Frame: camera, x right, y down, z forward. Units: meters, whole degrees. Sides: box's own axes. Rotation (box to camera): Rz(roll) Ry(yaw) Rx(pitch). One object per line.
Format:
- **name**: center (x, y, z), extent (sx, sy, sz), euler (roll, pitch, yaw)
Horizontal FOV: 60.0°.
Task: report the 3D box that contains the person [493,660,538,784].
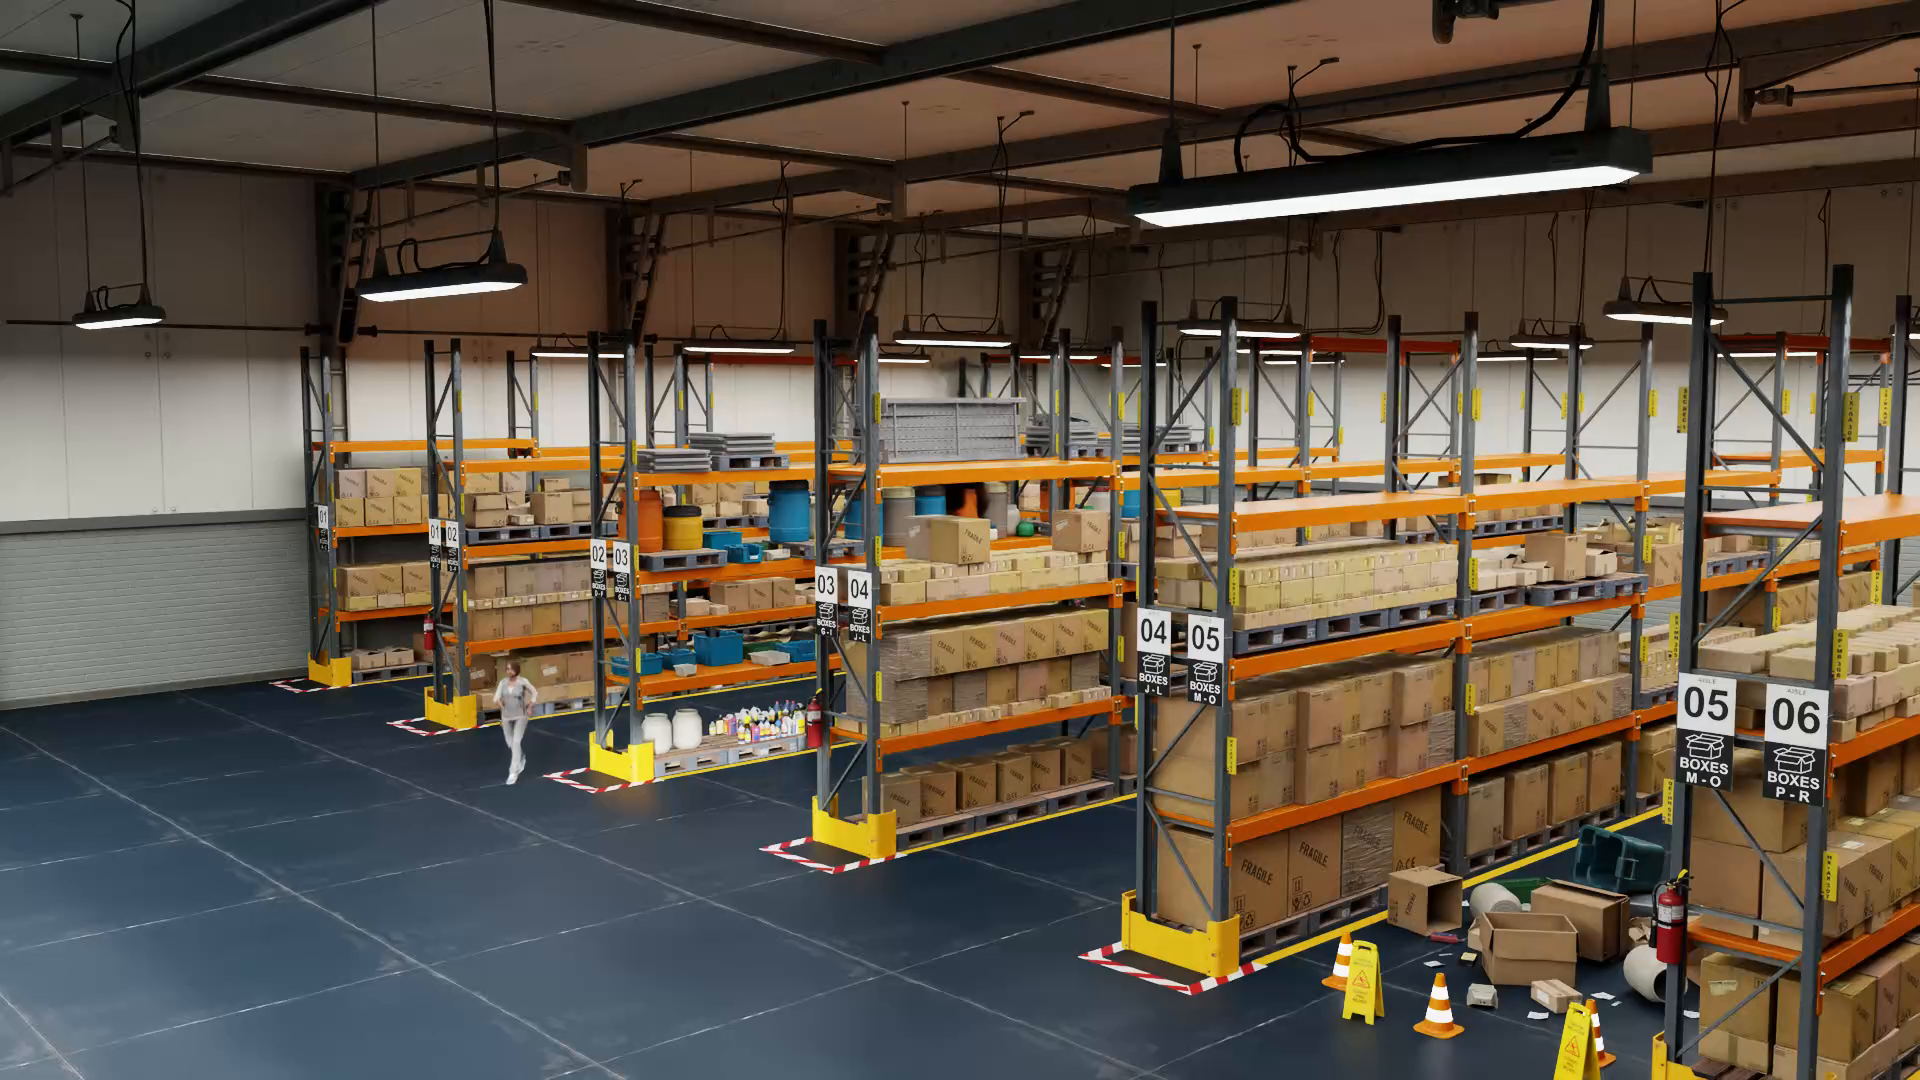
- **person**: center (-5.950, 2.394, 22.188), extent (0.549, 1.595, 0.801), euler (1, 5, 7)
